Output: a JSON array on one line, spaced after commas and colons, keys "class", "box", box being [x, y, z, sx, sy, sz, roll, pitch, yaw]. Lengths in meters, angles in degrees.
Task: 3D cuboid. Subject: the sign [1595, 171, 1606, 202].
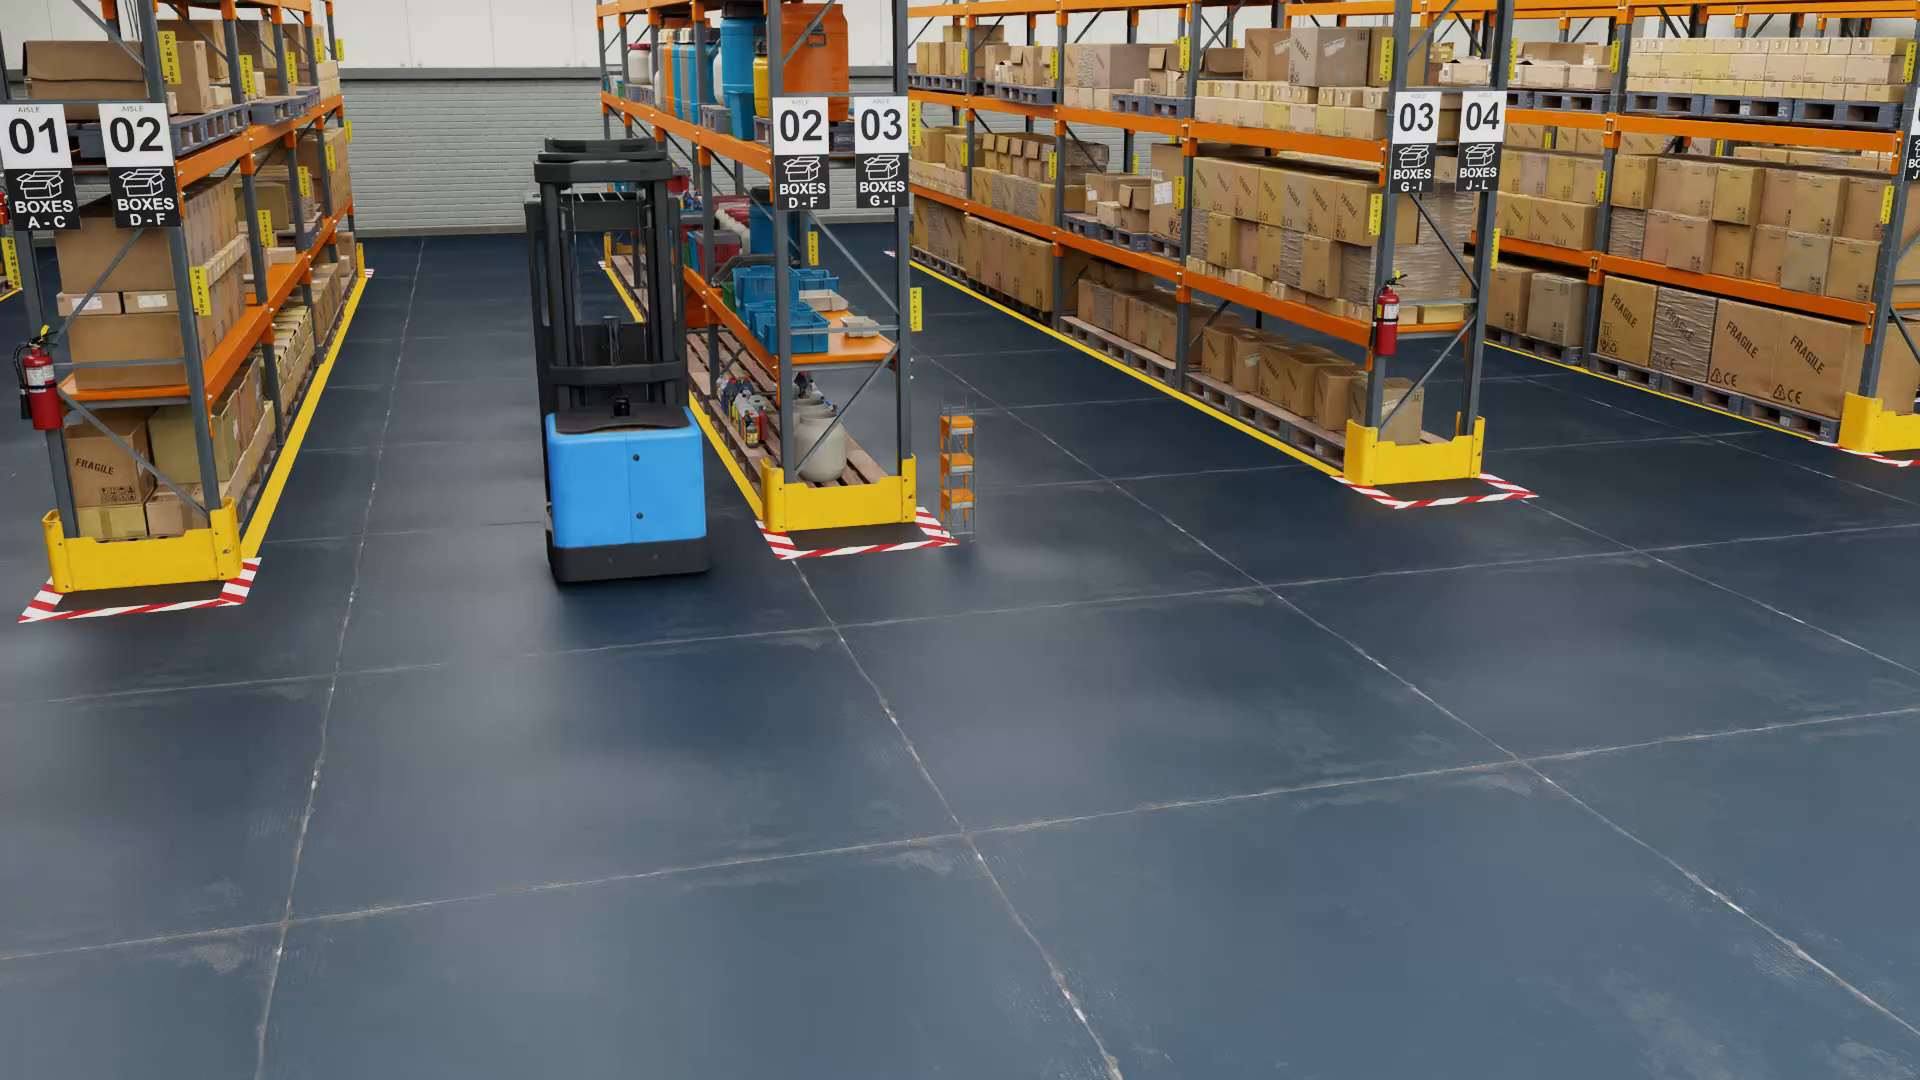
[{"class": "sign", "box": [7.071, -3.899, 18.344, 0.100, 0.325, 0.005, -5, 17, -15]}]

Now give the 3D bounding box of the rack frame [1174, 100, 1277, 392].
[{"class": "rack frame", "box": [2.793, -3.064, 17.438, 1.000, 3.000, 0.127, -5, 17, -15]}]

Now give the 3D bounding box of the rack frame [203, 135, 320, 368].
[{"class": "rack frame", "box": [-7.832, -3.388, 18.518, 1.000, 3.000, 0.127, -5, 17, -15]}]

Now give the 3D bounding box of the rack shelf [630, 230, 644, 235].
[{"class": "rack shelf", "box": [-3.618, -3.988, 21.763, 1.077, 0.370, 4.000, -5, 17, -15]}]

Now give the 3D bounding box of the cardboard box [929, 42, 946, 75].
[{"class": "cardboard box", "box": [-0.083, -7.673, 26.490, 0.700, 0.500, 0.500, -6, 18, -19]}]

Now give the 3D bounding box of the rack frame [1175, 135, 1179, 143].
[{"class": "rack frame", "box": [4.292, -6.747, 29.701, 1.000, 3.000, 0.127, -5, 17, -15]}]

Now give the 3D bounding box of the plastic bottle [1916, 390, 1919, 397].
[{"class": "plastic bottle", "box": [9.975, -1.569, 17.569, 0.133, 0.061, 0.283, -12, 20, -34]}]

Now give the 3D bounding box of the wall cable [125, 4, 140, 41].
[{"class": "wall cable", "box": [-16.003, -8.187, 29.463, 3.097, 2.526, 0.112, -5, 17, -15]}]

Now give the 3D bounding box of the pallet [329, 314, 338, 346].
[{"class": "pallet", "box": [-8.332, -2.599, 20.738, 1.003, 0.211, 1.213, -5, 17, -15]}]

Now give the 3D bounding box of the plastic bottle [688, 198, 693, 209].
[{"class": "plastic bottle", "box": [-3.587, -4.447, 22.267, 0.097, 0.271, 0.097, 0, 17, 0]}]

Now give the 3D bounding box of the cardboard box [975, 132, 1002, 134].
[{"class": "cardboard box", "box": [0.434, -6.140, 26.118, 0.500, 0.500, 0.500, -5, 18, -17]}]

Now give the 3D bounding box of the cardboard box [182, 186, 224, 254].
[{"class": "cardboard box", "box": [-6.327, -2.551, 13.300, 0.700, 0.500, 0.500, -5, 17, -15]}]

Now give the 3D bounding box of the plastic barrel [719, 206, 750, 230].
[{"class": "plastic barrel", "box": [-2.464, -3.448, 18.523, 0.421, 0.512, 0.421, 0, 17, 0]}]

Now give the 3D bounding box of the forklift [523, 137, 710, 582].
[{"class": "forklift", "box": [-2.605, -1.502, 12.358, 1.130, 2.935, 3.031, -4, 17, -14]}]

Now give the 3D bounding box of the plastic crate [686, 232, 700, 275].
[{"class": "plastic crate", "box": [-2.571, -2.945, 17.071, 0.392, 0.384, 0.575, -5, 17, -15]}]

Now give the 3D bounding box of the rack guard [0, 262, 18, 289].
[{"class": "rack guard", "box": [-14.799, -4.018, 24.959, 1.175, 0.500, 0.348, -5, 17, -15]}]

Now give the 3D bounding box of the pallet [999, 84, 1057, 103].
[{"class": "pallet", "box": [1.156, -6.000, 22.325, 1.003, 0.211, 1.213, -4, 17, -13]}]

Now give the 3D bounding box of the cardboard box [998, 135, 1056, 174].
[{"class": "cardboard box", "box": [0.956, -5.438, 23.425, 0.797, 0.503, 0.637, -5, 17, -15]}]

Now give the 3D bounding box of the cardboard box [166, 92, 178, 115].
[{"class": "cardboard box", "box": [-5.787, -3.099, 11.805, 0.380, 0.149, 0.250, -5, 17, -15]}]

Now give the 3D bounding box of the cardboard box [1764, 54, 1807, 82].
[{"class": "cardboard box", "box": [8.012, -4.469, 15.740, 0.500, 0.250, 0.500, -5, 17, -16]}]

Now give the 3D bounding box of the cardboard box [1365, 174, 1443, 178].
[{"class": "cardboard box", "box": [3.873, -2.939, 14.594, 0.500, 0.500, 0.500, -5, 17, -15]}]

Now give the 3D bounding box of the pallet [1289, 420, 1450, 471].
[{"class": "pallet", "box": [3.682, -0.871, 14.983, 1.003, 0.211, 1.213, -5, 17, -15]}]

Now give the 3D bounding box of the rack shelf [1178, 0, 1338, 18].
[{"class": "rack shelf", "box": [4.842, -8.721, 27.100, 1.077, 0.370, 4.000, -5, 17, -15]}]

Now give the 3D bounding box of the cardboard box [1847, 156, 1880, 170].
[{"class": "cardboard box", "box": [11.701, -4.629, 21.227, 0.500, 0.500, 0.500, -4, 17, -13]}]

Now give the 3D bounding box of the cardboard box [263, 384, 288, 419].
[{"class": "cardboard box", "box": [-6.605, -1.297, 15.606, 0.500, 0.250, 0.500, -5, 17, -17]}]

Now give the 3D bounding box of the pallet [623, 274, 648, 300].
[{"class": "pallet", "box": [-4.407, -3.750, 24.569, 1.003, 0.211, 1.213, -5, 17, -15]}]

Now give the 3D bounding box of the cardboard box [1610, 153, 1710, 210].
[{"class": "cardboard box", "box": [7.658, -3.912, 18.125, 0.875, 0.550, 0.550, -5, 17, -15]}]

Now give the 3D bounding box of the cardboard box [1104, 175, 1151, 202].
[{"class": "cardboard box", "box": [2.131, -4.127, 20.072, 0.700, 0.500, 0.500, -2, 17, -7]}]

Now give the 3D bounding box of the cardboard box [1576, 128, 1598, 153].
[{"class": "cardboard box", "box": [10.134, -6.304, 26.313, 0.500, 0.500, 0.500, -5, 17, -16]}]

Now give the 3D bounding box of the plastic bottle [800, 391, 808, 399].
[{"class": "plastic bottle", "box": [-1.435, -1.231, 15.292, 0.061, 0.283, 0.133, -5, 17, -15]}]

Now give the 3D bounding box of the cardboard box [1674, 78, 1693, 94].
[{"class": "cardboard box", "box": [7.572, -4.656, 17.057, 0.380, 0.149, 0.250, -5, 17, -16]}]

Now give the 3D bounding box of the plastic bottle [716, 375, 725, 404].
[{"class": "plastic bottle", "box": [-2.303, -1.454, 16.055, 0.097, 0.271, 0.097, 0, 17, 0]}]

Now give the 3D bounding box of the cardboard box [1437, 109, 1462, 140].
[{"class": "cardboard box", "box": [4.009, -3.476, 13.857, 0.500, 0.250, 0.500, -4, 17, -14]}]

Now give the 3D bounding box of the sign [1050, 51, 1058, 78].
[{"class": "sign", "box": [1.158, -5.851, 20.466, 0.100, 0.325, 0.005, -5, 17, -15]}]

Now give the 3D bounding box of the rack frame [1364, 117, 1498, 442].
[{"class": "rack frame", "box": [3.893, -1.958, 13.755, 1.000, 3.000, 0.127, -5, 17, -15]}]

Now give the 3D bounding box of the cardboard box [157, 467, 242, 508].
[{"class": "cardboard box", "box": [-5.708, -0.364, 12.498, 0.500, 0.250, 0.500, -5, 17, -15]}]

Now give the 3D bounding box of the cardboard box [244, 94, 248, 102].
[{"class": "cardboard box", "box": [-7.199, -4.381, 16.141, 0.500, 0.250, 0.500, -6, 18, -20]}]

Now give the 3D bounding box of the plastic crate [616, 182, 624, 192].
[{"class": "plastic crate", "box": [-5.071, -5.399, 25.397, 0.416, 0.233, 0.300, -5, 17, -15]}]

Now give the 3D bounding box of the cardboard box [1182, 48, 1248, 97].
[{"class": "cardboard box", "box": [2.759, -4.889, 17.390, 0.797, 0.503, 0.637, -6, 18, -18]}]

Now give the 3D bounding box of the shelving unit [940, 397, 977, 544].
[{"class": "shelving unit", "box": [-0.014, -0.518, 12.350, 0.215, 1.050, 0.252, -5, 17, -15]}]

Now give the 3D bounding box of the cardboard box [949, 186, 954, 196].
[{"class": "cardboard box", "box": [0.055, -5.357, 25.509, 0.380, 0.149, 0.250, -5, 17, -16]}]

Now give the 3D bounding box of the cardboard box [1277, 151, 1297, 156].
[{"class": "cardboard box", "box": [5.058, -5.861, 25.424, 0.380, 0.149, 0.250, -4, 17, -12]}]

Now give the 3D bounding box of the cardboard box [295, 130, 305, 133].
[{"class": "cardboard box", "box": [-10.011, -5.840, 24.769, 0.500, 0.500, 0.500, -5, 17, -15]}]

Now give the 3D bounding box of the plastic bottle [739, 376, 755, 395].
[{"class": "plastic bottle", "box": [-2.007, -1.370, 15.638, 0.144, 0.351, 0.185, -5, 17, -15]}]

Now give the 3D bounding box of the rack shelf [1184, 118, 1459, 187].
[{"class": "rack shelf", "box": [3.343, -3.603, 15.268, 1.077, 0.370, 4.000, -5, 17, -15]}]

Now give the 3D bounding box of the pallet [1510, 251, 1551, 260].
[{"class": "pallet", "box": [9.989, -4.941, 28.535, 1.003, 0.211, 1.213, -5, 17, -15]}]

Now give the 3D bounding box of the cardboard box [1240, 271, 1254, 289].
[{"class": "cardboard box", "box": [2.930, -2.517, 16.053, 0.380, 0.149, 0.250, -5, 17, -15]}]

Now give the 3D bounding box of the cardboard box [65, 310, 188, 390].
[{"class": "cardboard box", "box": [-5.749, -1.353, 11.570, 0.700, 0.500, 0.500, -5, 17, -15]}]

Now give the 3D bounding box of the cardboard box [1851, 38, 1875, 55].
[{"class": "cardboard box", "box": [8.203, -4.404, 14.834, 0.380, 0.149, 0.250, -5, 17, -15]}]

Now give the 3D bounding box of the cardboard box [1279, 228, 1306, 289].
[{"class": "cardboard box", "box": [3.419, -2.573, 15.112, 0.875, 0.500, 0.500, -5, 17, -15]}]

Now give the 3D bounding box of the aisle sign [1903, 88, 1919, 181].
[{"class": "aisle sign", "box": [8.420, -3.523, 14.449, 0.394, 0.787, 0.004, -5, 17, -15]}]

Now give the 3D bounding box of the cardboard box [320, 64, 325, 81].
[{"class": "cardboard box", "box": [-8.965, -6.391, 22.692, 0.500, 0.250, 0.500, -5, 17, -15]}]

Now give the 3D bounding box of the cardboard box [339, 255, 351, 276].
[{"class": "cardboard box", "box": [-9.412, -4.099, 24.898, 0.500, 0.250, 0.500, -5, 17, -15]}]

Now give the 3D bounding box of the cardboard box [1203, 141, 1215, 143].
[{"class": "cardboard box", "box": [4.444, -6.509, 28.217, 0.500, 0.500, 0.500, -4, 17, -15]}]

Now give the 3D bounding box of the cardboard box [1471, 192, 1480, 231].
[{"class": "cardboard box", "box": [6.635, -4.157, 20.903, 0.500, 0.500, 0.500, -5, 17, -15]}]
